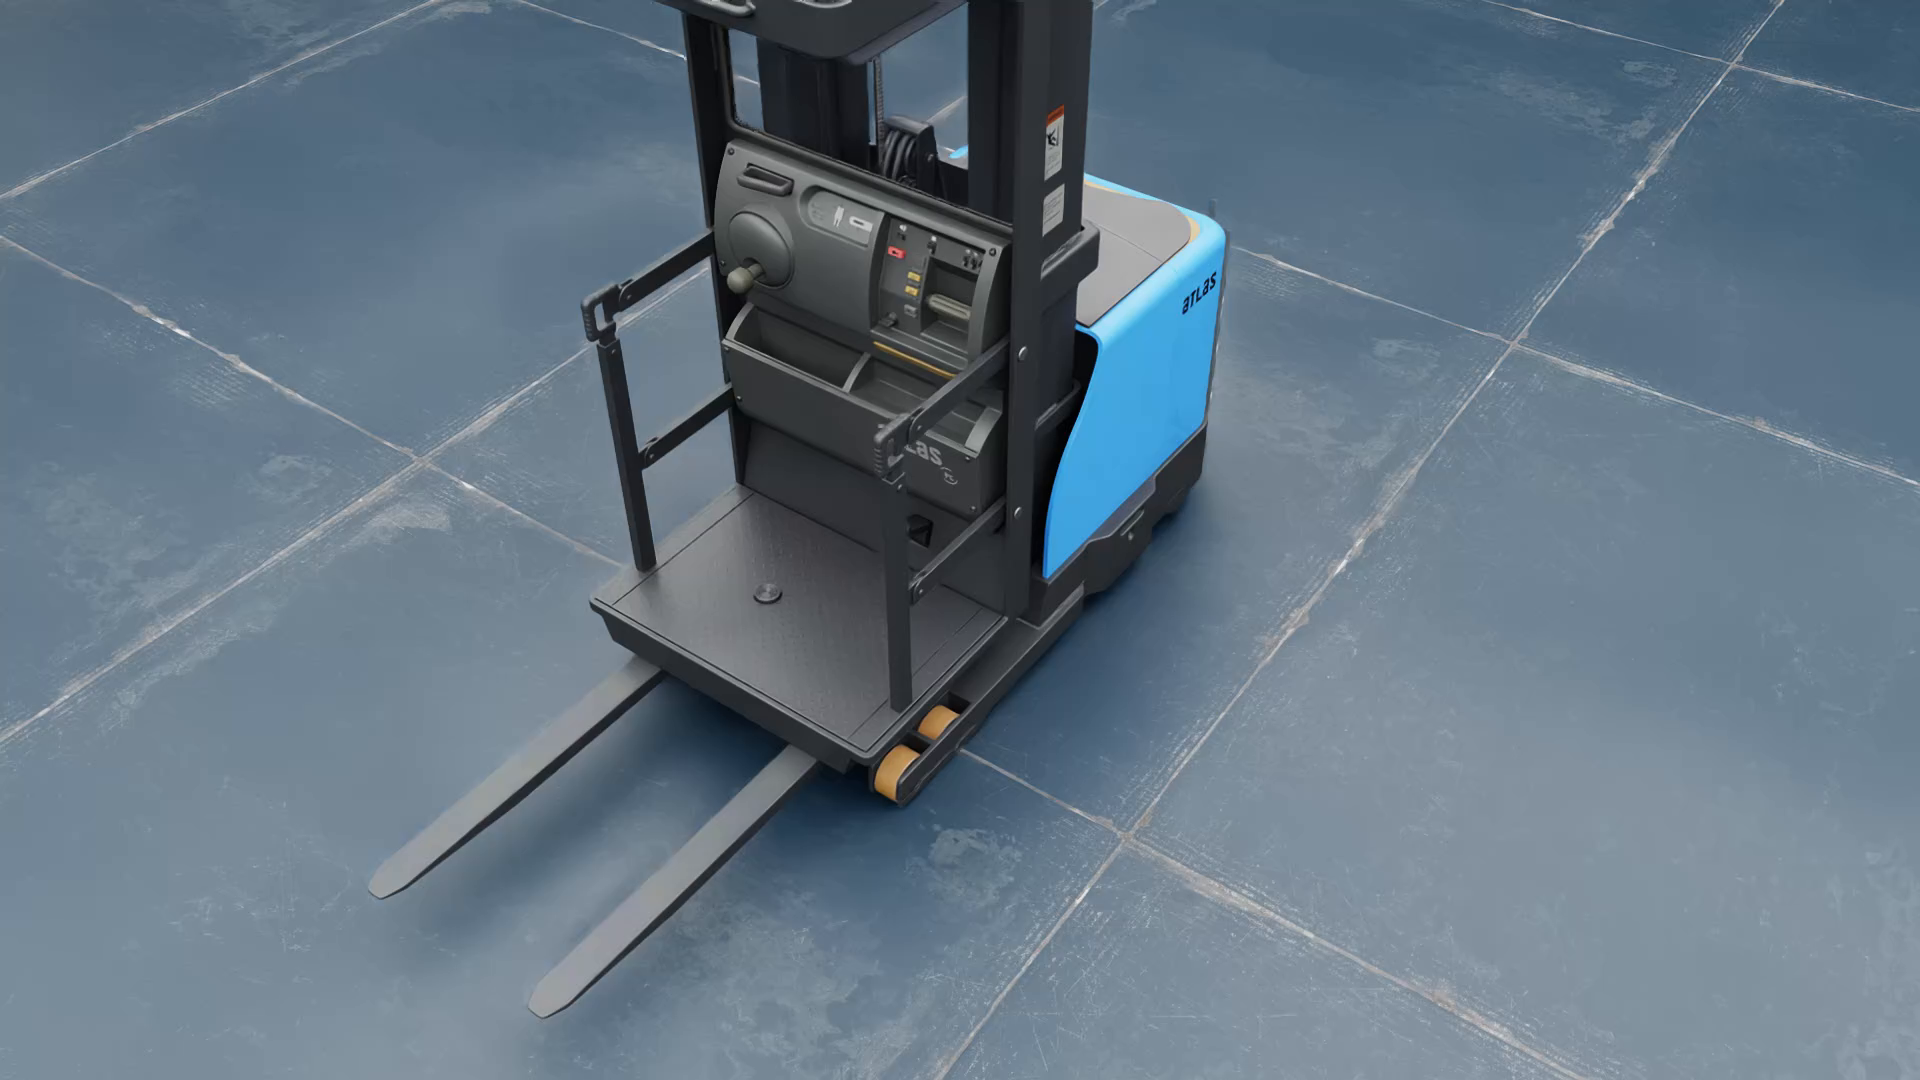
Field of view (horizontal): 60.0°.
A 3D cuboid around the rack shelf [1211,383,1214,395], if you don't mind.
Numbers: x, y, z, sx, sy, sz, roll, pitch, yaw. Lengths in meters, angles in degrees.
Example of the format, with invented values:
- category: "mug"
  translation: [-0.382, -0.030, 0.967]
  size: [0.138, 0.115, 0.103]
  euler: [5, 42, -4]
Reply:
- category: "rack shelf"
  translation: [0.775, -0.597, 6.063]
  size: [0.258, 0.077, 0.200]
  euler: [-5, 42, -5]

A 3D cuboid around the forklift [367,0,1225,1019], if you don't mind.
- category: "forklift"
  translation: [-0.411, -0.694, 4.327]
  size: [1.130, 2.935, 3.031]
  euler: [26, 48, 26]

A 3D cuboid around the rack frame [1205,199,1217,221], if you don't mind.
- category: "rack frame"
  translation: [0.762, -0.824, 5.996]
  size: [0.240, 0.900, 0.006]
  euler: [-5, 42, -5]

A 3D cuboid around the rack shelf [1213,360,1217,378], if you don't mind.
- category: "rack shelf"
  translation: [0.775, -0.664, 6.003]
  size: [0.258, 0.077, 0.200]
  euler: [-5, 42, -5]

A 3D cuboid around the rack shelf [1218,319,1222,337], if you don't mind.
- category: "rack shelf"
  translation: [0.775, -0.799, 5.883]
  size: [0.258, 0.077, 0.200]
  euler: [-5, 42, -5]

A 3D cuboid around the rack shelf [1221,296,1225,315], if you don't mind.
- category: "rack shelf"
  translation: [0.775, -0.866, 5.823]
  size: [0.258, 0.077, 0.200]
  euler: [-5, 42, -5]

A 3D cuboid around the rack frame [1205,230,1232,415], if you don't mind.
- category: "rack frame"
  translation: [0.788, -0.689, 5.845]
  size: [0.240, 0.900, 0.006]
  euler: [-5, 42, -5]

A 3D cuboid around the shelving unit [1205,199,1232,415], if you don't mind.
- category: "shelving unit"
  translation: [0.775, -0.756, 5.920]
  size: [0.258, 0.900, 0.210]
  euler: [-5, 42, -5]

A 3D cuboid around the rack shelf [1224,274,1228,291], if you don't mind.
- category: "rack shelf"
  translation: [0.775, -0.933, 5.763]
  size: [0.258, 0.077, 0.200]
  euler: [-5, 42, -5]

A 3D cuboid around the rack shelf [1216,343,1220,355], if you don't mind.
- category: "rack shelf"
  translation: [0.775, -0.732, 5.943]
  size: [0.258, 0.077, 0.200]
  euler: [-5, 42, -5]
